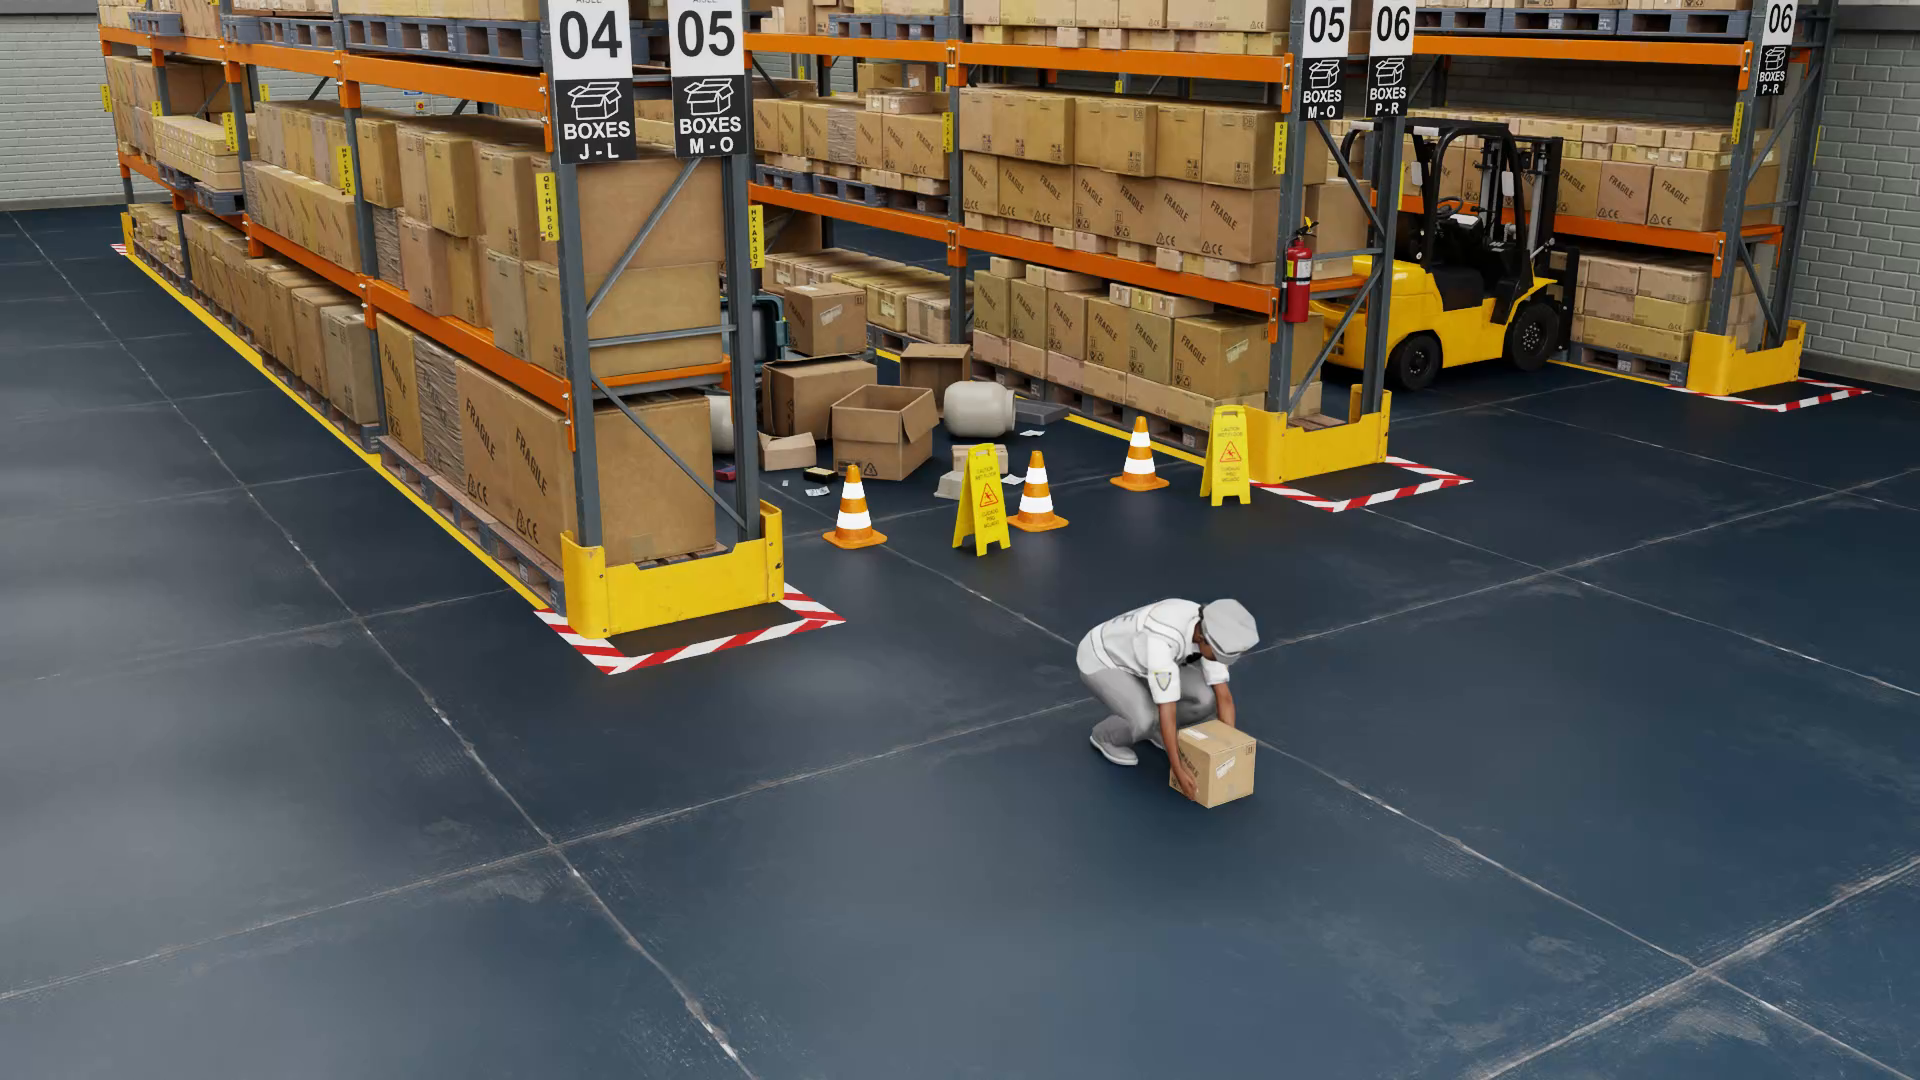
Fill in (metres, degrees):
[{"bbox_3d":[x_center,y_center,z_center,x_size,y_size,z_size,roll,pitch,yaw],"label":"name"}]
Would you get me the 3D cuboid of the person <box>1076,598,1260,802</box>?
[{"bbox_3d":[0.880,0.591,7.150,0.480,0.846,0.872,-12,21,-31],"label":"person"}]
